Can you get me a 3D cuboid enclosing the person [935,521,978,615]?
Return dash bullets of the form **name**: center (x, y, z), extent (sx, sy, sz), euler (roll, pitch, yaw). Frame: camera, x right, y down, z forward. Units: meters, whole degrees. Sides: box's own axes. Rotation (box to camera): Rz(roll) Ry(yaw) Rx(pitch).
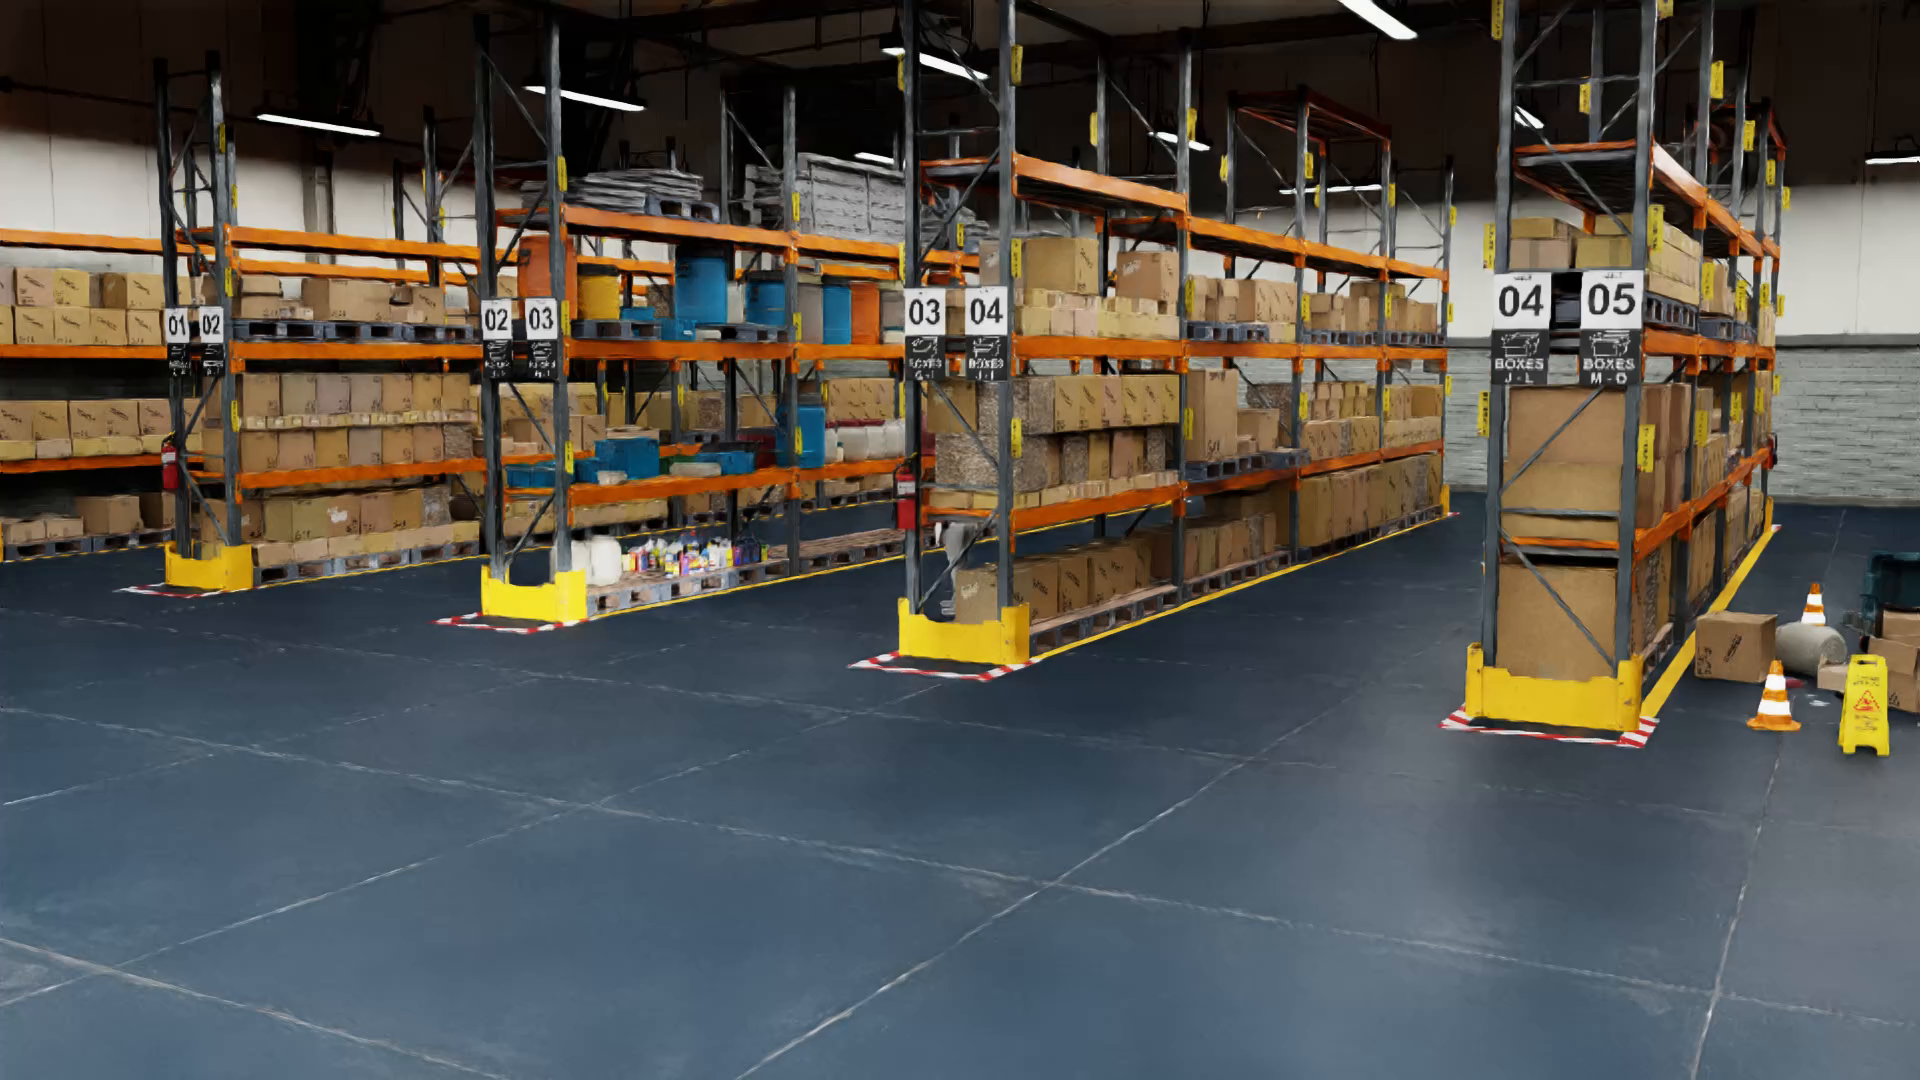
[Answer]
- **person**: center (-0.050, -0.101, 17.046), extent (0.553, 1.669, 0.588), euler (5, 8, 41)
